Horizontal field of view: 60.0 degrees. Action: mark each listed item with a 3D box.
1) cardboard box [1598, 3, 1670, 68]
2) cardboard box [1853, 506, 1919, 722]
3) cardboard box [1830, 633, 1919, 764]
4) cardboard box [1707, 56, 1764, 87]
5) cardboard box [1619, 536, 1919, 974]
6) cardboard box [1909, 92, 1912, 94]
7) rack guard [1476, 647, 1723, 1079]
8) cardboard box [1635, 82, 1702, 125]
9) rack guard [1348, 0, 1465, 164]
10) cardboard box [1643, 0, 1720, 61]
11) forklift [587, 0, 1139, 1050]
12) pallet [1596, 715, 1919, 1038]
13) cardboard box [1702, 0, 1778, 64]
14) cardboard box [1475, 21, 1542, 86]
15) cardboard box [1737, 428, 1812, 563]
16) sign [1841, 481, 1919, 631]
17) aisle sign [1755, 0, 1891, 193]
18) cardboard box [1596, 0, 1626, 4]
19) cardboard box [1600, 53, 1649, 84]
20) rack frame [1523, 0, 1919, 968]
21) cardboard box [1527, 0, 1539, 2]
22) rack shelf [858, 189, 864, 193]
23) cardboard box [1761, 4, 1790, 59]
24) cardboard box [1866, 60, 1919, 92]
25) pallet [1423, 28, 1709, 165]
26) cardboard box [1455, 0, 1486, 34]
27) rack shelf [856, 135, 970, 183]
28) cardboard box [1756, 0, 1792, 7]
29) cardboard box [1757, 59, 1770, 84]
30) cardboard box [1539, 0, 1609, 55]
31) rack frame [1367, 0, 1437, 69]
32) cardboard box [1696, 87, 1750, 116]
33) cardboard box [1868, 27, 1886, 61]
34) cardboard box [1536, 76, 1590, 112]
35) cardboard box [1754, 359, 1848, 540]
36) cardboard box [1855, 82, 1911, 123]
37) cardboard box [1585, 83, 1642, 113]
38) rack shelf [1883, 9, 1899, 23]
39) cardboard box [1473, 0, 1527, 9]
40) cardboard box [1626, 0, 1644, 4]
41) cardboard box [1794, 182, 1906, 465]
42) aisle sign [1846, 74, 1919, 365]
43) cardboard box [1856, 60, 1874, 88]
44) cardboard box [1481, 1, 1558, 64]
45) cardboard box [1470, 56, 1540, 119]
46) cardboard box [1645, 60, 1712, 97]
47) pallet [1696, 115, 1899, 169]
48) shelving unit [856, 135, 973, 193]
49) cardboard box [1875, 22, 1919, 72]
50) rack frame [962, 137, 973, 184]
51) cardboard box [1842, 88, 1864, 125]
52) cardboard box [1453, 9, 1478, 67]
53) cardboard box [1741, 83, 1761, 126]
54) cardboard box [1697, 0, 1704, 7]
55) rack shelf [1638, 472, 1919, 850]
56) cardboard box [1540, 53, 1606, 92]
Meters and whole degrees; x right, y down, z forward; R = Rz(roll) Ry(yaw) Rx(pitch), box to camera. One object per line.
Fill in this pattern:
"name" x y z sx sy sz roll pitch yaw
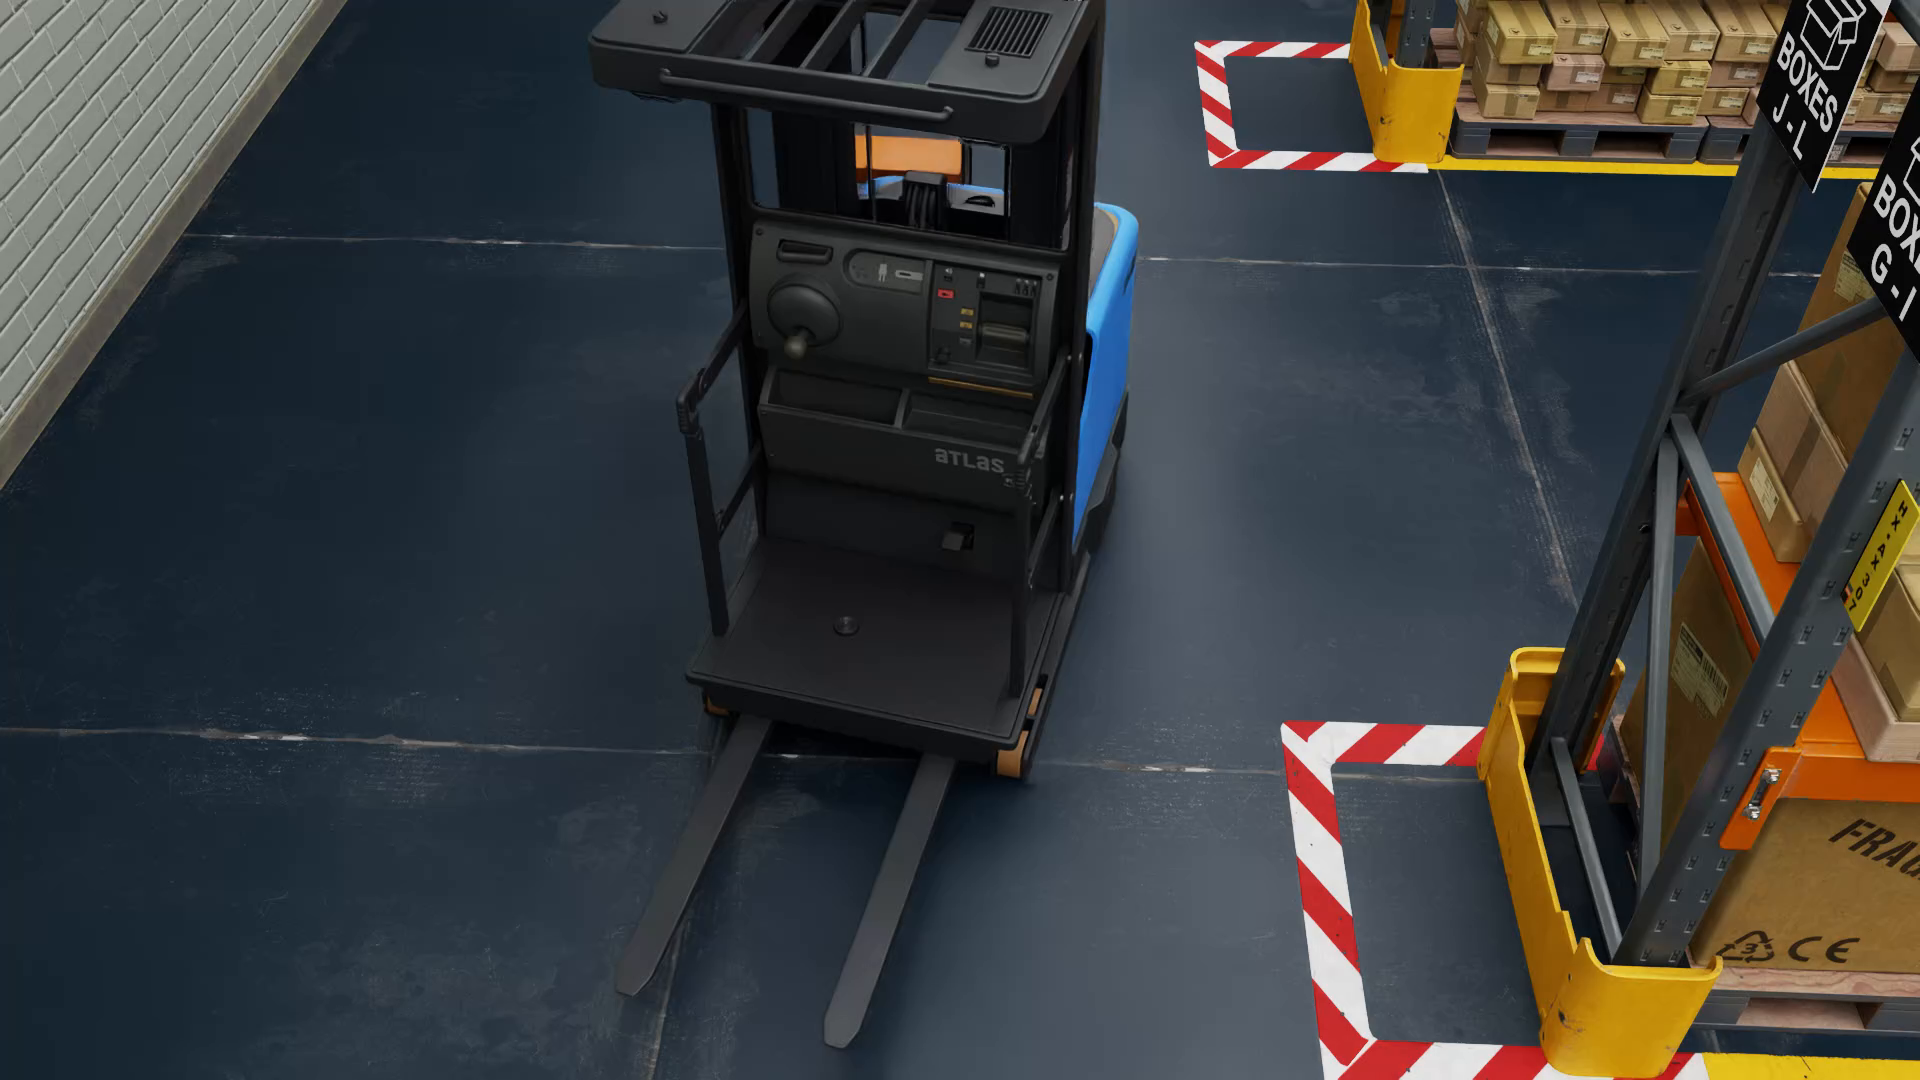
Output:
"cardboard box" 3.225 -2.430 8.005 0.250 0.149 0.380 2 43 2
"cardboard box" 2.333 0.148 3.782 0.500 0.250 0.500 1 43 1
"cardboard box" 2.206 0.331 3.878 0.250 0.149 0.380 2 43 2
"cardboard box" 3.742 -2.380 8.169 0.250 0.149 0.380 0 43 0
"cardboard box" 2.509 0.593 4.664 0.875 0.875 0.875 2 43 2
"cardboard box" 4.745 -2.170 8.162 0.250 0.149 0.380 2 43 2
"rack guard" 1.842 0.917 4.898 0.348 0.500 1.175 2 43 2
"cardboard box" 3.463 -2.209 8.205 0.250 0.149 0.380 2 43 2
"rack guard" 2.266 -2.454 8.517 0.348 0.500 1.175 2 43 2
"cardboard box" 3.477 -2.479 8.057 0.250 0.149 0.380 0 43 0
"forklift" -0.229 -0.599 4.742 1.130 2.935 3.031 11 44 11
"pallet" 2.668 0.995 5.027 1.213 0.211 1.003 2 43 2
"cardboard box" 3.753 -2.464 8.041 0.250 0.149 0.380 3 43 4
"cardboard box" 2.702 -2.399 8.190 0.250 0.149 0.380 3 43 4
"cardboard box" 2.237 -0.118 4.360 0.250 0.149 0.380 3 43 3
"sign" 1.835 0.036 3.318 0.005 0.325 0.100 2 43 2
"aisle sign" 1.808 -1.154 3.381 0.004 0.787 0.394 2 43 2
"cardboard box" 3.243 -2.887 8.495 0.250 0.149 0.380 1 43 1
"cardboard box" 3.222 -2.405 8.196 0.250 0.149 0.380 2 43 2
"rack frame" 1.866 0.004 4.046 0.127 3.000 1.000 2 43 2
"cardboard box" 2.979 -2.808 8.411 0.250 0.149 0.380 3 43 3
"rack shelf" -0.214 -1.234 6.464 0.480 0.148 0.258 5 43 5
"cardboard box" 4.014 -2.425 7.999 0.250 0.149 0.380 2 43 3
"cardboard box" 4.550 -2.348 8.135 0.250 0.149 0.380 0 43 0
"pallet" 3.076 -2.299 8.563 1.213 0.211 1.003 2 43 2
"cardboard box" 2.730 -2.768 8.586 0.250 0.149 0.380 1 43 1
"rack shelf" -0.214 -1.408 6.303 0.480 0.148 0.258 5 43 5
"cardboard box" 4.028 -2.782 8.383 0.250 0.149 0.380 0 43 0
"cardboard box" 4.015 -2.400 8.191 0.250 0.149 0.380 4 43 4
"cardboard box" 2.979 -2.525 8.107 0.250 0.149 0.380 2 43 3
"rack frame" 2.190 -3.371 7.668 0.127 3.000 1.000 2 43 2
"cardboard box" 3.722 -2.267 8.266 0.250 0.149 0.380 2 43 2
"cardboard box" 4.269 -2.482 8.061 0.250 0.149 0.380 2 43 2
"cardboard box" 2.964 -2.295 8.296 0.250 0.149 0.380 2 43 2
"cardboard box" 2.362 -0.216 4.173 0.500 0.250 0.500 1 43 1
"cardboard box" 4.488 -2.224 8.220 0.250 0.149 0.380 3 43 3
"cardboard box" 3.213 -2.292 8.293 0.250 0.149 0.380 2 43 2
"rack shelf" 3.864 -0.769 3.202 4.000 0.370 1.077 2 43 2
"cardboard box" 2.731 -2.855 8.461 0.250 0.149 0.380 2 43 2
"cardboard box" 3.499 -2.836 8.441 0.250 0.149 0.380 0 43 0
"cardboard box" 2.365 -0.489 3.916 0.500 0.500 0.500 2 43 2
"aisle sign" 1.781 -0.746 2.942 0.004 0.787 0.394 2 43 2
"cardboard box" 4.285 -2.385 8.174 0.250 0.149 0.380 4 43 4
"cardboard box" 2.698 -2.451 8.028 0.250 0.149 0.380 0 43 0
"cardboard box" 2.699 -2.247 8.245 0.250 0.149 0.380 3 43 3
"cardboard box" 3.473 -2.323 8.109 0.250 0.149 0.380 3 43 3
"pallet" 4.292 -2.260 8.521 1.213 0.211 1.003 2 43 2
"shelving unit" -0.215 -1.119 6.570 0.503 1.200 0.258 5 43 5
"cardboard box" 4.513 -2.400 7.972 0.250 0.149 0.380 0 43 0
"rack frame" 0.028 -1.098 6.547 0.015 1.200 0.240 5 43 5
"cardboard box" 4.245 -2.209 8.204 0.250 0.149 0.380 2 43 2
"cardboard box" 2.726 -2.607 8.631 0.250 0.149 0.380 2 43 3
"cardboard box" 3.967 -2.200 8.194 0.250 0.149 0.380 0 43 0
"cardboard box" 3.770 -2.866 8.472 0.250 0.149 0.380 3 43 3
"rack shelf" 3.864 0.328 4.225 4.000 0.370 1.077 2 43 2
"cardboard box" 2.973 -2.352 8.140 0.250 0.149 0.380 2 43 2
